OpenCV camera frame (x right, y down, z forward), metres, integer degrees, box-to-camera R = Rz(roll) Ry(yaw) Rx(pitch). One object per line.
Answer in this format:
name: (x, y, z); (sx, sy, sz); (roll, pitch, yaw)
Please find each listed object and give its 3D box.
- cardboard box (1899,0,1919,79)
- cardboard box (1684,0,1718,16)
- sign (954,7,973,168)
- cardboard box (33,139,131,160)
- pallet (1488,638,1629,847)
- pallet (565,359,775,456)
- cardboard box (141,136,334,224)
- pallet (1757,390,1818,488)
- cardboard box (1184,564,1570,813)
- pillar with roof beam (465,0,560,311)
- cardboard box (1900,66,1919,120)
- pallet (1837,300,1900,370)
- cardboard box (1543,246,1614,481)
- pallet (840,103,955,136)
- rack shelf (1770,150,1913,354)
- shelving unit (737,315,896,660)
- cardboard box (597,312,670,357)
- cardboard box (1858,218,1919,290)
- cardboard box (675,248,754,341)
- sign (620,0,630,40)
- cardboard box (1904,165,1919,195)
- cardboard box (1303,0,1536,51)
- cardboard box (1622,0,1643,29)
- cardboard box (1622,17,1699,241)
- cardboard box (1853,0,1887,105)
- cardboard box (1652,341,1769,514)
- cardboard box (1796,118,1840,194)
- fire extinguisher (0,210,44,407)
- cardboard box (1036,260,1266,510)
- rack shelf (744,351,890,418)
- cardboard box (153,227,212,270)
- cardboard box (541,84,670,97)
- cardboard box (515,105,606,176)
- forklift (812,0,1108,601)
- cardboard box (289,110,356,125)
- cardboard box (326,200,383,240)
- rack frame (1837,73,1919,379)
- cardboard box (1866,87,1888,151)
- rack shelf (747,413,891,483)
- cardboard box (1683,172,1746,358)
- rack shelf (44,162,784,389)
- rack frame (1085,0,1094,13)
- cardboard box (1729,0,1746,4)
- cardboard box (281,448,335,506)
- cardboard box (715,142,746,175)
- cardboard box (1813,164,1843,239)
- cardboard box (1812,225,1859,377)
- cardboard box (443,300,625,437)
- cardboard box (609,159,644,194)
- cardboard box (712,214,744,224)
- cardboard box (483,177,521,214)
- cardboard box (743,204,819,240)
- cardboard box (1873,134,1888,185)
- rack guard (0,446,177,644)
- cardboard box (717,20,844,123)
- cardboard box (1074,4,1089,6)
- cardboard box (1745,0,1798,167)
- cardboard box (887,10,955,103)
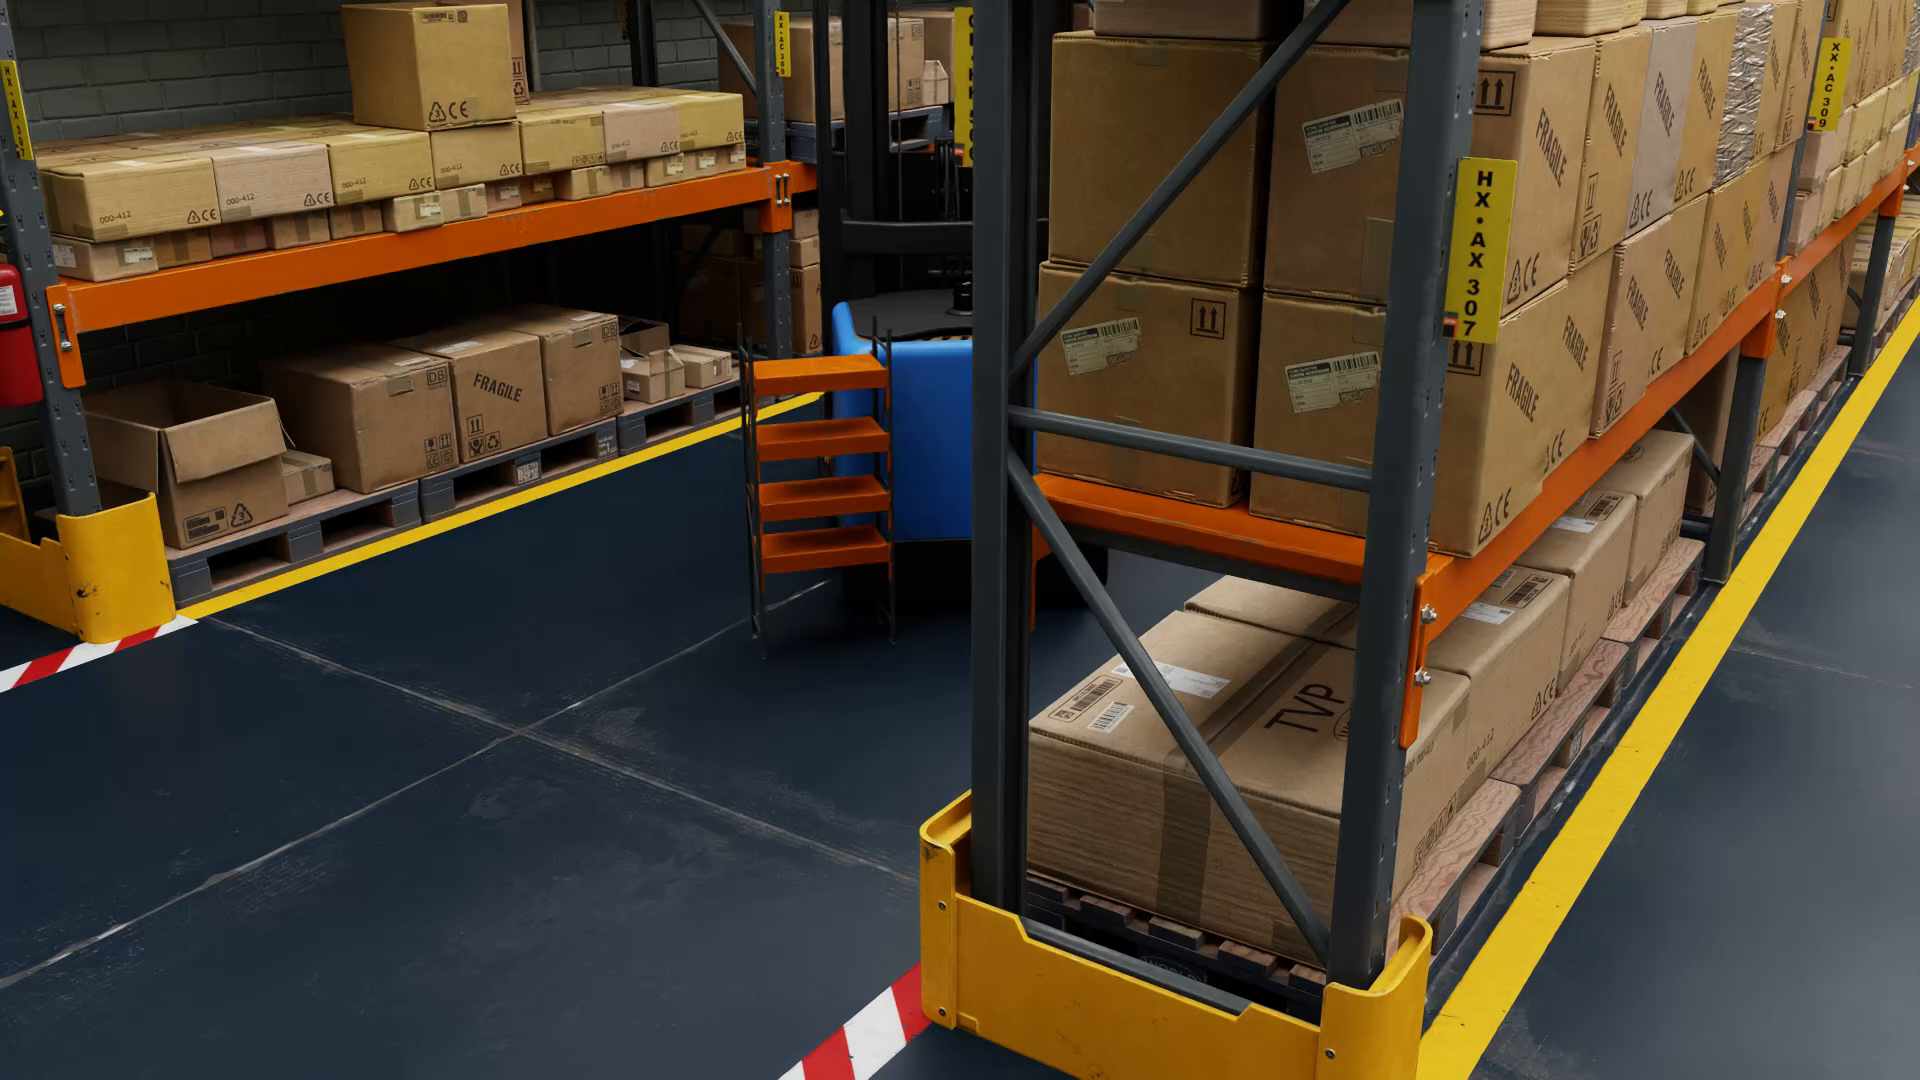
cardboard box: (4.613, -2.646, 8.508); (0.500, 0.500, 0.500); (14, 24, 33)
cardboard box: (1.807, -1.487, 4.441); (0.380, 0.149, 0.250); (13, 24, 31)
sign: (0.031, -0.946, 3.490); (0.100, 0.325, 0.005); (13, 24, 32)
cardboard box: (-3.596, -1.402, 6.520); (0.500, 0.250, 0.500); (14, 25, 33)
pallet: (1.543, 0.532, 5.522); (1.003, 0.211, 1.213); (13, 24, 32)
pallet: (-1.774, -0.792, 9.103); (1.003, 0.211, 1.213); (13, 24, 32)
cardboard box: (-2.874, -1.441, 6.624); (0.500, 0.250, 0.500); (14, 24, 32)
pallet: (3.777, -0.610, 8.610); (1.003, 0.211, 1.213); (13, 24, 32)
cardboard box: (1.268, 0.349, 5.085); (0.875, 0.438, 0.875); (14, 25, 33)
pillar with roof beam: (1.037, -4.247, 5.776); (9.100, 9.000, 0.400); (13, 24, 32)
cardboard box: (4.907, -2.453, 9.070); (0.500, 0.250, 0.500); (13, 24, 32)
pallet: (5.410, -1.394, 10.729); (1.003, 0.211, 1.213); (13, 24, 32)
cardboard box: (1.241, -0.462, 4.045); (0.500, 0.500, 0.500); (13, 24, 31)
pallet: (-0.228, -2.796, 10.777); (1.003, 0.211, 1.213); (13, 24, 32)
rack shelf: (3.845, -1.567, 8.214); (1.077, 0.370, 4.000); (13, 24, 32)
shelving unit: (-0.514, -0.188, 6.043); (0.503, 1.200, 0.258); (-6, 21, -15)
cardboard box: (-1.954, -1.090, 9.157); (0.500, 0.311, 0.500); (14, 25, 34)
cardboard box: (6.134, -2.032, 11.618); (0.950, 0.372, 0.625); (14, 25, 34)
cardboard box: (-1.355, -1.520, 10.049); (0.500, 0.500, 0.500); (13, 24, 32)
sign: (-1.848, -2.947, 9.240); (0.100, 0.325, 0.005); (13, 24, 32)
cardboard box: (7.773, -3.001, 13.332); (0.500, 0.500, 0.500); (15, 25, 34)
cardboard box: (0.901, -1.050, 3.261); (0.380, 0.149, 0.250); (14, 24, 33)
cardboard box: (1.363, -1.271, 3.856); (0.380, 0.149, 0.250); (12, 24, 30)
cardboard box: (1.545, -1.079, 4.274); (0.500, 0.500, 0.500); (13, 24, 31)
cardboard box: (3.753, -2.211, 7.333); (0.500, 0.500, 0.500); (13, 24, 31)
cardboard box: (3.003, -0.724, 7.356); (0.875, 0.875, 0.875); (14, 25, 33)
cardboard box: (3.201, -1.566, 6.669); (0.500, 0.250, 0.500); (12, 24, 30)
fire extinguisher: (-3.336, -0.806, 5.769); (0.296, 0.674, 0.183); (13, 24, 32)
cardboard box: (0.524, -0.419, 3.931); (0.500, 0.500, 0.500); (13, 24, 32)
rack shelf: (-0.514, -0.556, 5.906); (0.480, 0.148, 0.258); (-6, 21, -15)
cardboard box: (-3.119, -1.154, 6.424); (0.380, 0.149, 0.250); (14, 24, 33)
cardboard box: (-1.888, -2.277, 8.884); (0.500, 0.250, 0.500); (13, 24, 31)
cardboard box: (-2.032, -1.885, 7.826); (0.500, 0.250, 0.500); (13, 24, 31)
forklift: (-0.100, -1.611, 7.394); (1.130, 2.935, 3.031); (-2, 20, -6)
cardboard box: (-2.729, -1.841, 7.706); (0.500, 0.250, 0.500); (13, 24, 32)
cardboard box: (-2.662, -1.375, 7.019); (0.380, 0.149, 0.250); (14, 24, 33)
rack frame: (4.969, -2.478, 9.640); (1.000, 3.000, 0.127); (13, 24, 32)
cardboard box: (4.059, -2.006, 7.859); (0.500, 0.250, 0.500); (12, 24, 30)
rack shelf: (-0.514, -0.334, 5.989); (0.480, 0.148, 0.258); (-6, 21, -15)
cardboard box: (2.116, -0.898, 5.226); (0.500, 0.500, 0.500); (13, 24, 31)
rack shelf: (-2.511, -1.386, 7.725); (1.077, 0.370, 4.000); (13, 24, 32)
rack frame: (0.862, -3.445, 12.254); (1.000, 3.000, 0.127); (13, 24, 32)
cardboard box: (2.186, -1.721, 5.073); (0.380, 0.149, 0.250); (13, 24, 31)
cardboard box: (-2.942, -0.281, 7.204); (0.380, 0.149, 0.250); (12, 24, 30)
cardboard box: (-1.357, -2.039, 8.815); (0.380, 0.149, 0.250); (14, 24, 33)
cardboard box: (3.476, -1.483, 7.168); (0.500, 0.250, 0.500); (13, 24, 31)
cardboard box: (4.512, -1.496, 9.444); (0.875, 0.875, 0.875); (13, 24, 31)
cardboard box: (-2.117, -0.867, 8.282); (0.700, 0.500, 0.500); (12, 24, 30)
cardboard box: (-1.781, -1.810, 8.198); (0.380, 0.149, 0.250); (14, 24, 33)
cardboard box: (-1.275, -1.864, 10.044); (0.380, 0.149, 0.250); (13, 24, 32)
cardboard box: (-2.239, -1.599, 7.627); (0.380, 0.149, 0.250); (13, 24, 32)
cardboard box: (-1.015, -1.828, 9.518); (0.380, 0.149, 0.250); (13, 24, 31)
cardboard box: (4.329, -1.921, 8.350); (0.500, 0.250, 0.500); (13, 24, 31)
rack guard: (-3.593, 0.001, 6.541); (1.175, 0.500, 0.348); (13, 24, 32)
cardboard box: (-0.930, -2.636, 9.319); (0.700, 0.500, 0.500); (14, 24, 33)
cardboard box: (0.932, -4.026, 12.745); (0.380, 0.149, 0.250); (14, 24, 33)
cardboard box: (2.392, -1.513, 5.446); (0.500, 0.500, 0.500); (13, 24, 31)
cardboard box: (-0.197, -3.010, 10.329); (0.700, 0.500, 0.500); (13, 24, 32)
